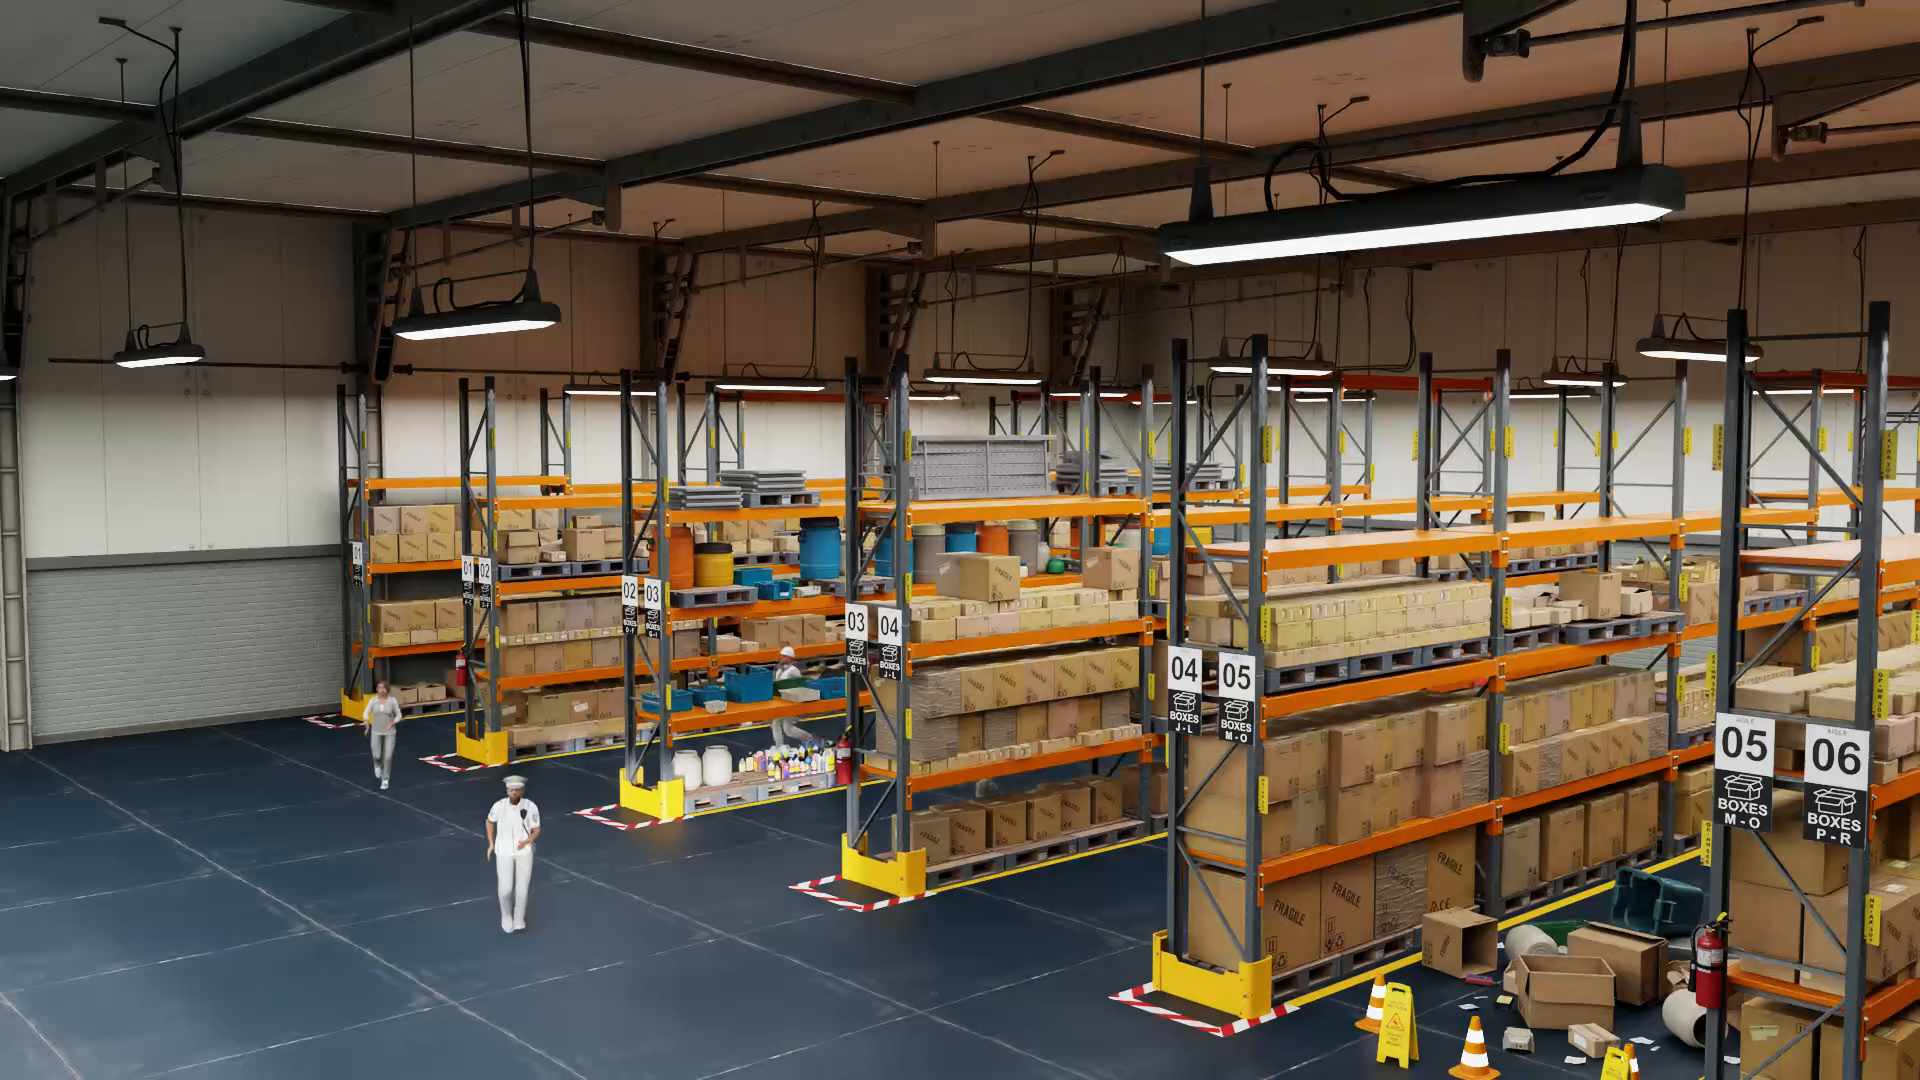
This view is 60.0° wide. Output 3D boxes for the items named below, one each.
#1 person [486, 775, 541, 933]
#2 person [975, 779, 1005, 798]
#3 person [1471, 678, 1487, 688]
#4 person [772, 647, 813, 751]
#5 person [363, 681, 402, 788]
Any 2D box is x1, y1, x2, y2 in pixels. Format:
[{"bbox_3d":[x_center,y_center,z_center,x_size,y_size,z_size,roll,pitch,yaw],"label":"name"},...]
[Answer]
[{"bbox_3d":[-4.557,3.207,16.973,0.543,1.650,0.715,-1,4,-14],"label":"person"},{"bbox_3d":[0.309,2.854,21.961,0.609,1.701,0.879,4,5,43],"label":"person"},{"bbox_3d":[7.114,2.785,22.833,0.632,1.842,0.775,4,5,43],"label":"person"},{"bbox_3d":[-2.715,2.561,26.197,0.796,1.758,0.671,-3,5,-41],"label":"person"},{"bbox_3d":[-8.347,2.815,24.043,0.541,1.561,0.544,-1,4,-17],"label":"person"}]
